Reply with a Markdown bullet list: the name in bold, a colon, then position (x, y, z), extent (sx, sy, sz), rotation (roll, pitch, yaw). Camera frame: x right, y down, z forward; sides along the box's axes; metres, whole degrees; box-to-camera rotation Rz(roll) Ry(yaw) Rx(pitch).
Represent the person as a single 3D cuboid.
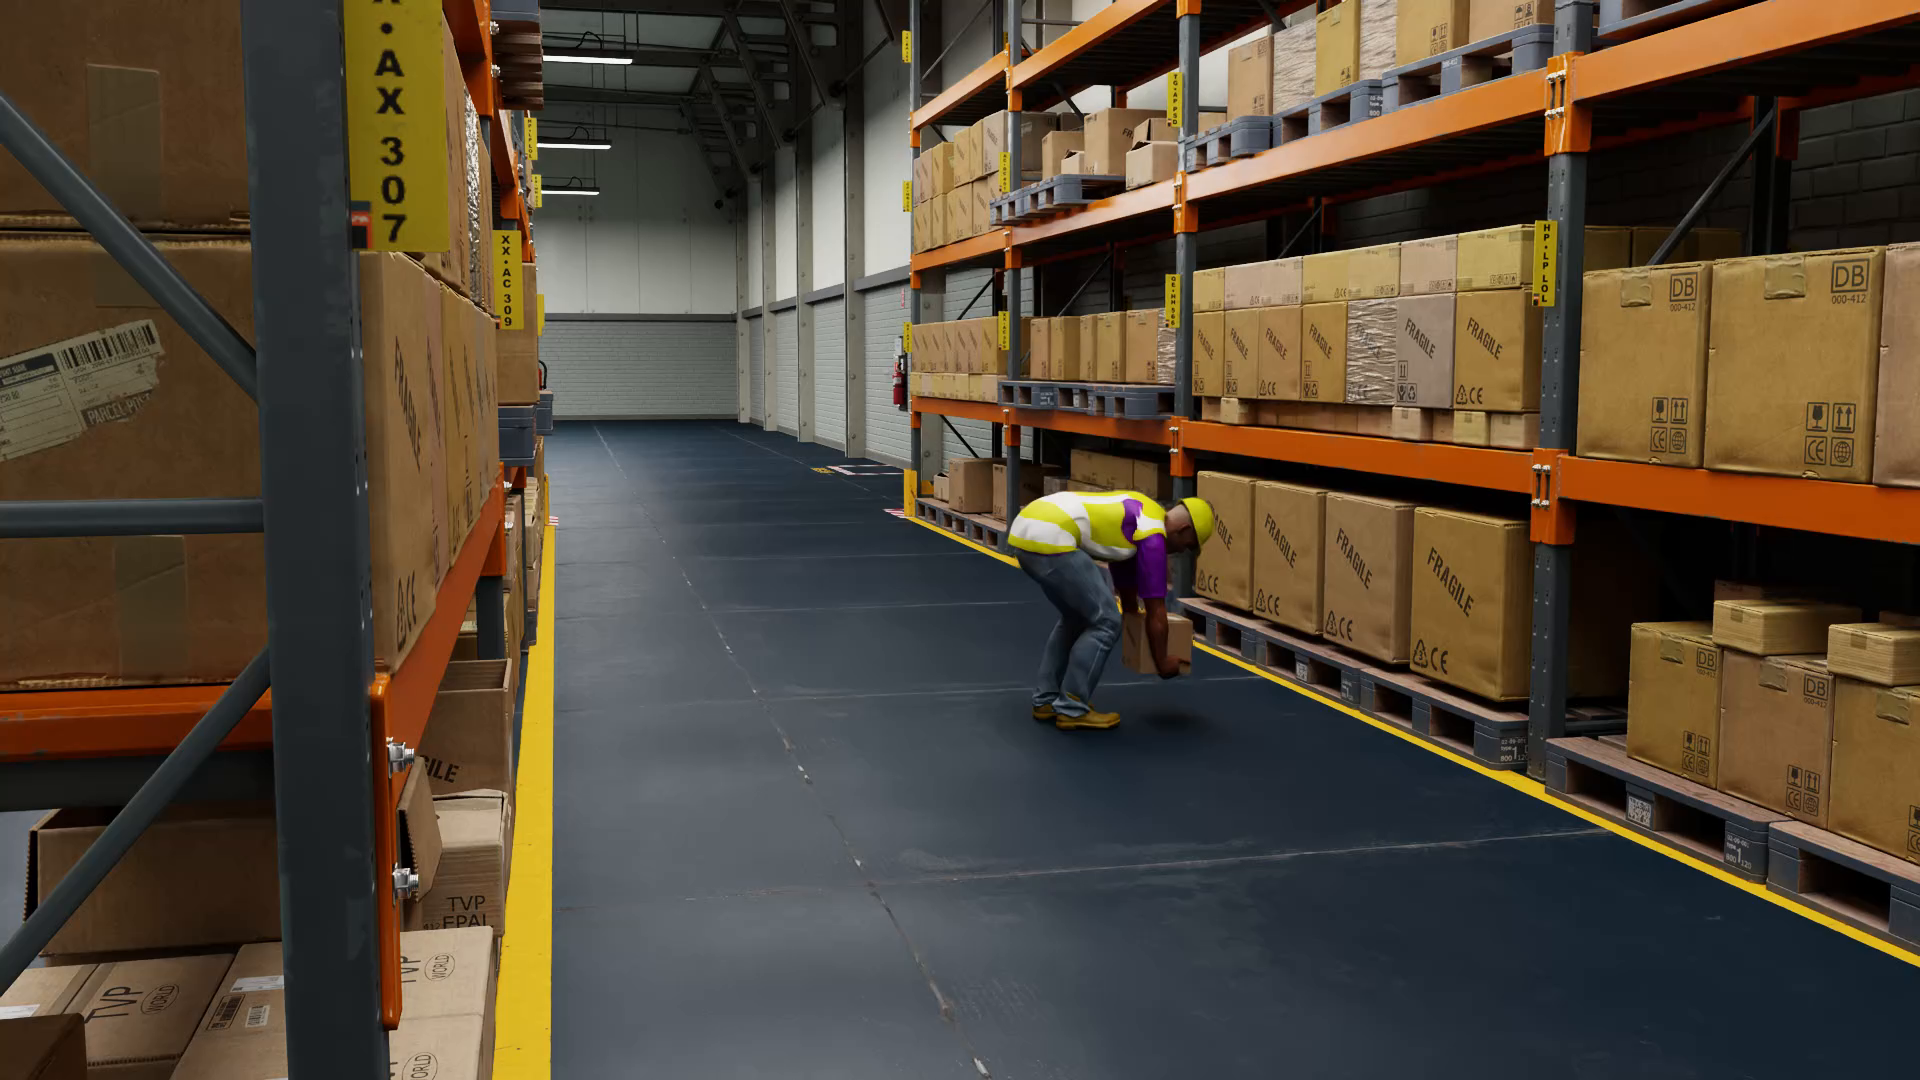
- **person**: position (0.714, 0.306, 7.716), extent (0.982, 1.075, 0.479), rotation (-2, 6, -16)
